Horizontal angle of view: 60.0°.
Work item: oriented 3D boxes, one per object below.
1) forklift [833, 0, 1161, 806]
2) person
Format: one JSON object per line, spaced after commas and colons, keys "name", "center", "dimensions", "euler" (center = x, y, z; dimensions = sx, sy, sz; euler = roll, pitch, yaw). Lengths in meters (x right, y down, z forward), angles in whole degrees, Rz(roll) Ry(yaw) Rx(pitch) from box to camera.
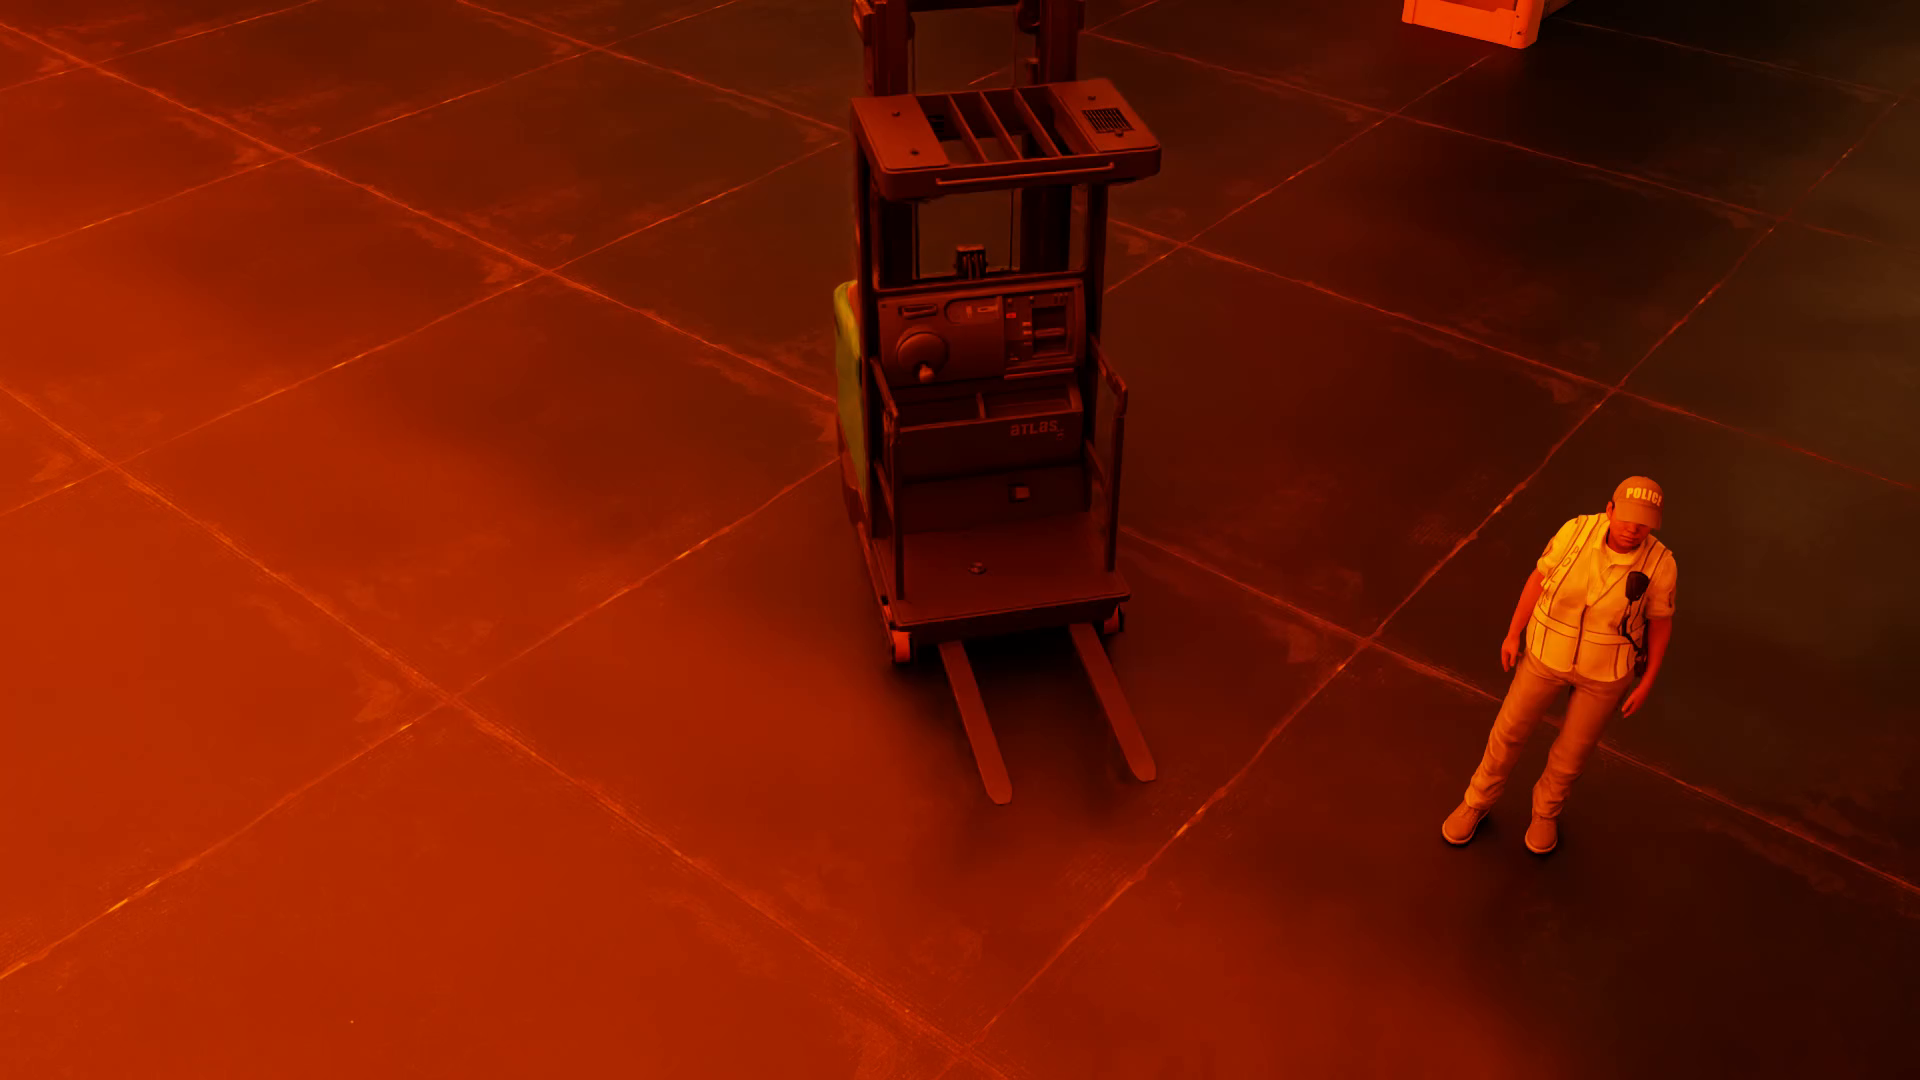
{"name": "forklift", "center": [0.150, -0.854, 7.190], "dimensions": [1.130, 2.935, 3.031], "euler": [-7, 37, -10]}
{"name": "person", "center": [2.342, 0.505, 6.384], "dimensions": [0.596, 1.670, 0.530], "euler": [19, 40, 24]}
